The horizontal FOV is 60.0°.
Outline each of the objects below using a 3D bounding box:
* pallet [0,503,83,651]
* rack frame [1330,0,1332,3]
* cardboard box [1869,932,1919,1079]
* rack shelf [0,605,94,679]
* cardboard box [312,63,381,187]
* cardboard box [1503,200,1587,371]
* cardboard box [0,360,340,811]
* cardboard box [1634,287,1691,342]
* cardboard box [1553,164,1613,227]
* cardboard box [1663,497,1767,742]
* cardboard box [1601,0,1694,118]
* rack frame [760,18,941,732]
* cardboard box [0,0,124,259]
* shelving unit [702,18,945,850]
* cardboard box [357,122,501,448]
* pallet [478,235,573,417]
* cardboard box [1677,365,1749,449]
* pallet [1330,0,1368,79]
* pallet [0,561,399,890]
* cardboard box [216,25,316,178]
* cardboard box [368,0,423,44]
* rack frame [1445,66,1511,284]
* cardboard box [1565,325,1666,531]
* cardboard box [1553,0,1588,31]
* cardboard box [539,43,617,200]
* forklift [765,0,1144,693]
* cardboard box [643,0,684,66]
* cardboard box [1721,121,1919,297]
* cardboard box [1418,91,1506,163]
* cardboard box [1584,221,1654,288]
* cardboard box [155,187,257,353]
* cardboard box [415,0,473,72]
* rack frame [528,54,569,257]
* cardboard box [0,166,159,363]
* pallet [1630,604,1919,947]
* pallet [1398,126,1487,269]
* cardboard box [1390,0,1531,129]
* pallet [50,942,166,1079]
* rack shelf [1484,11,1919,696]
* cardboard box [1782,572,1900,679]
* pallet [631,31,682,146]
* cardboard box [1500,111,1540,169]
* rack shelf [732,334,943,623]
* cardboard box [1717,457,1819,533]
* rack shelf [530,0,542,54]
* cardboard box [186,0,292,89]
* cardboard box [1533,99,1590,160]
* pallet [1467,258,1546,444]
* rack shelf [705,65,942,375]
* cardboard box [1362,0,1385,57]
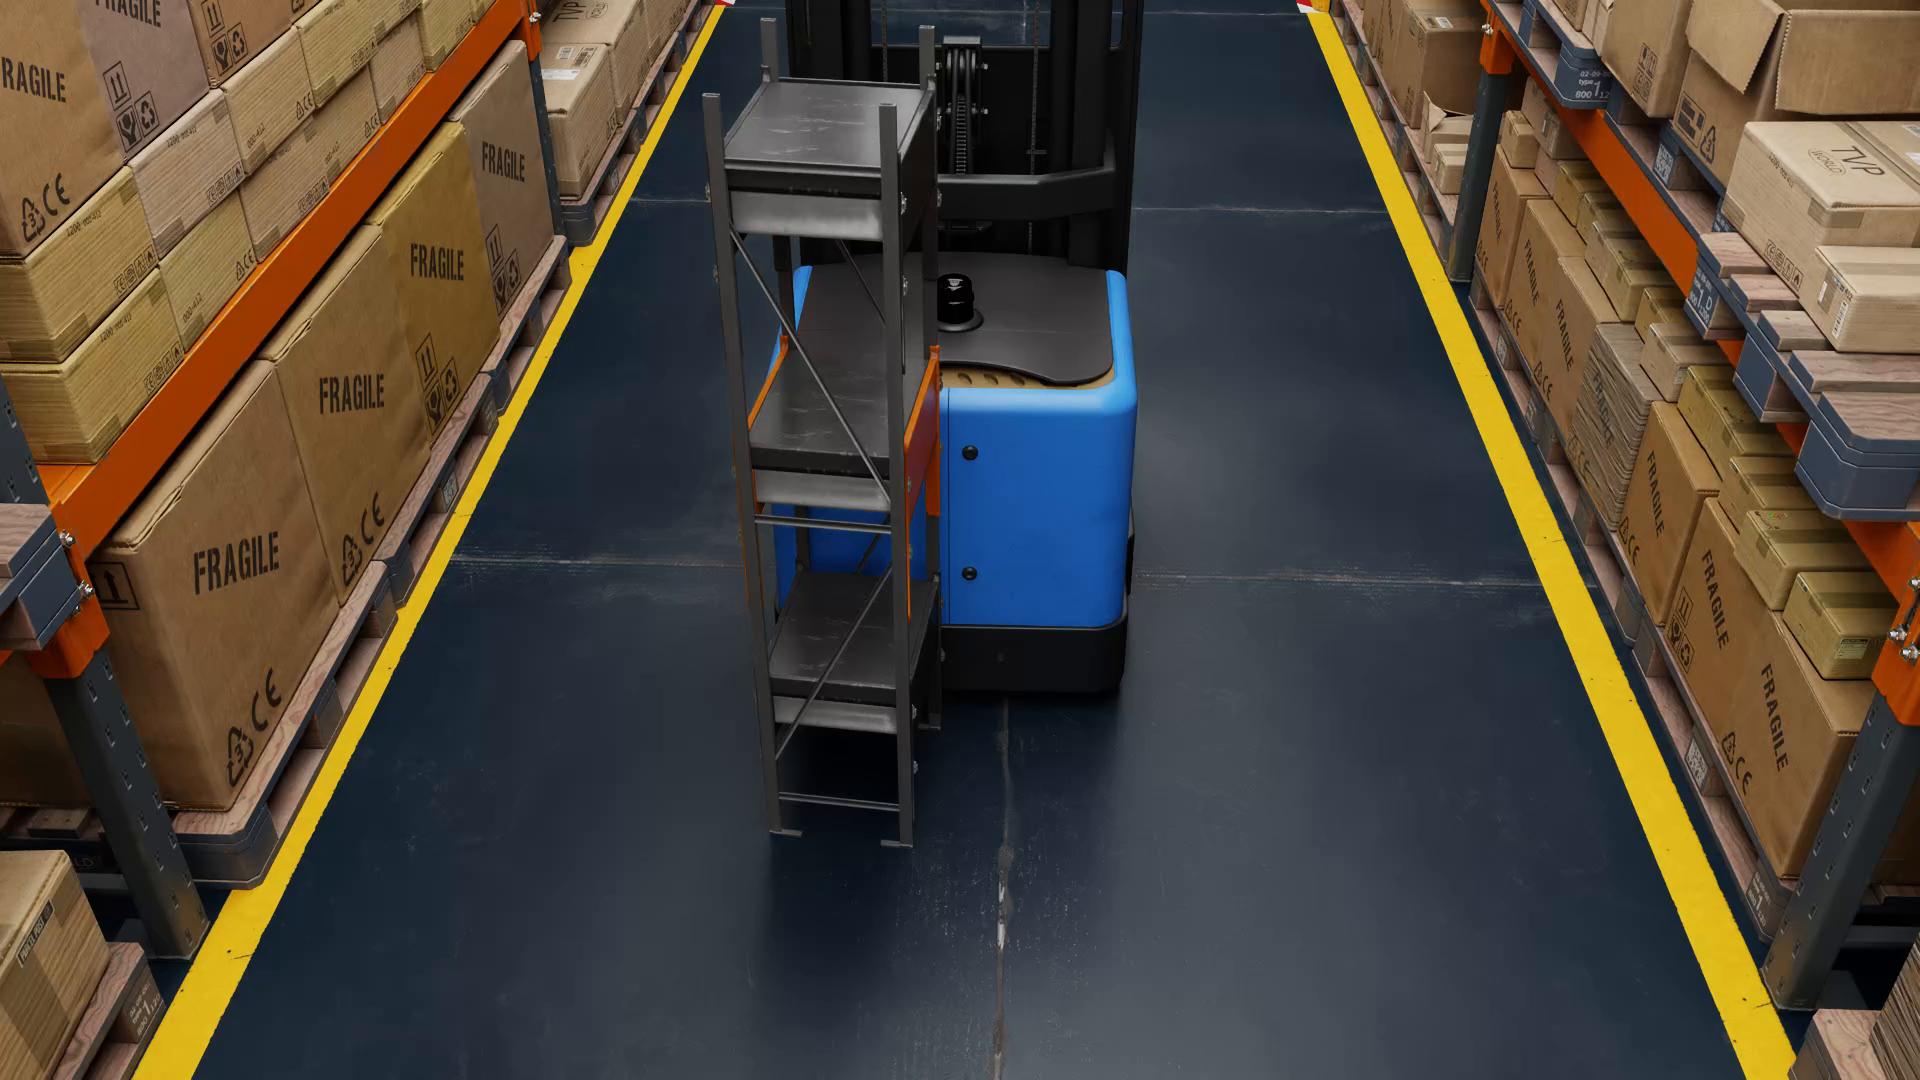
[{"bbox_3d":[-2.370,0.290,2.896,1.213,0.211,1.003,1,35,2],"label":"pallet"},{"bbox_3d":[2.833,-4.684,9.806,1.000,3.000,0.127,1,35,2],"label":"rack frame"},{"bbox_3d":[2.473,1.070,3.319,0.875,0.625,0.625,2,35,3],"label":"cardboard box"},{"bbox_3d":[-2.528,1.243,1.998,1.077,0.370,4.000,1,35,2],"label":"rack shelf"},{"bbox_3d":[-2.131,-1.295,5.114,0.500,0.250,0.500,1,35,2],"label":"cardboard box"},{"bbox_3d":[2.417,-0.956,6.311,0.500,0.500,0.500,1,35,1],"label":"cardboard box"},{"bbox_3d":[-2.337,0.102,4.479,0.875,0.875,0.875,1,35,1],"label":"cardboard box"},{"bbox_3d":[2.421,-0.693,5.372,0.380,0.149,0.250,1,35,2],"label":"cardboard box"},{"bbox_3d":[2.460,-1.292,6.224,0.380,0.149,0.250,0,35,-1],"label":"cardboard box"},{"bbox_3d":[2.345,0.228,4.626,0.500,0.500,0.500,1,35,1],"label":"cardboard box"},{"bbox_3d":[2.377,-1.578,4.934,0.700,0.500,0.500,1,35,2],"label":"cardboard box"},{"bbox_3d":[-0.256,-0.311,4.366,0.400,2.100,0.015,5,35,7],"label":"rack frame"},{"bbox_3d":[-2.184,-0.928,3.505,0.500,0.500,0.500,0,35,0],"label":"cardboard box"},{"bbox_3d":[-0.291,-0.172,4.169,0.431,2.100,0.503,5,35,7],"label":"shelving unit"},{"bbox_3d":[-2.261,-0.924,5.939,0.875,0.875,0.875,2,35,3],"label":"cardboard box"},{"bbox_3d":[-2.243,-0.913,6.865,1.003,0.211,1.213,1,35,2],"label":"pallet"},{"bbox_3d":[2.379,-0.394,4.946,0.380,0.149,0.250,1,35,1],"label":"cardboard box"},{"bbox_3d":[2.799,-3.042,9.894,1.003,0.211,1.213,1,35,2],"label":"pallet"},{"bbox_3d":[-2.341,0.489,4.870,1.003,0.211,1.213,1,35,2],"label":"pallet"},{"bbox_3d":[-2.127,-1.212,4.562,0.500,0.250,0.500,1,35,2],"label":"cardboard box"},{"bbox_3d":[-2.089,-1.798,5.395,0.500,0.250,0.500,2,35,3],"label":"cardboard box"},{"bbox_3d":[2.673,-2.386,6.536,1.000,3.000,0.127,1,35,2],"label":"rack frame"},{"bbox_3d":[2.365,-0.372,5.479,0.500,0.500,0.500,0,35,0],"label":"cardboard box"},{"bbox_3d":[2.409,-2.029,5.576,0.700,0.500,0.500,2,35,2],"label":"cardboard box"},{"bbox_3d":[-2.155,-1.980,7.822,0.875,0.438,0.875,1,35,1],"label":"cardboard box"},{"bbox_3d":[0.022,-1.561,5.422,1.130,2.935,3.031,1,35,2],"label":"forklift"},{"bbox_3d":[-2.082,-3.013,9.291,0.875,0.438,0.875,2,35,3],"label":"cardboard box"},{"bbox_3d":[2.231,-0.812,4.062,0.500,0.250,0.500,0,35,0],"label":"cardboard box"},{"bbox_3d":[2.416,-1.971,7.959,0.396,0.266,0.258,3,35,4],"label":"cardboard box"},{"bbox_3d":[2.415,-0.992,5.797,0.380,0.149,0.250,1,35,2],"label":"cardboard box"},{"bbox_3d":[-2.174,-0.710,4.282,0.500,0.250,0.500,0,35,1],"label":"cardboard box"},{"bbox_3d":[-2.075,-1.881,5.948,0.500,0.250,0.500,1,35,1],"label":"cardboard box"},{"bbox_3d":[-2.287,-2.499,6.697,1.000,3.000,0.127,1,35,2],"label":"rack frame"},{"bbox_3d":[-2.181,-0.629,3.732,0.500,0.250,0.500,1,35,2],"label":"cardboard box"},{"bbox_3d":[2.580,0.625,4.677,1.003,0.211,1.213,1,35,2],"label":"pallet"},{"bbox_3d":[2.701,-1.640,7.900,1.003,0.211,1.213,1,35,2],"label":"pallet"},{"bbox_3d":[2.599,-2.398,8.361,0.700,0.500,0.500,0,35,0],"label":"cardboard box"},{"bbox_3d":[-2.481,1.389,3.590,1.003,0.211,1.213,1,35,2],"label":"pallet"},{"bbox_3d":[2.592,-0.943,5.108,1.077,0.370,4.000,1,35,2],"label":"rack shelf"},{"bbox_3d":[2.279,0.208,4.090,0.380,0.149,0.250,0,35,0],"label":"cardboard box"},{"bbox_3d":[-2.132,-2.496,9.117,1.003,0.211,1.213,1,35,2],"label":"pallet"},{"bbox_3d":[2.392,-1.601,6.663,0.380,0.149,0.250,3,35,4],"label":"cardboard box"},{"bbox_3d":[-0.291,-0.161,4.176,0.431,0.518,0.480,5,35,7],"label":"rack shelf"},{"bbox_3d":[2.313,-0.100,4.528,0.380,0.149,0.250,0,35,0],"label":"cardboard box"},{"bbox_3d":[-2.207,-3.353,8.538,1.077,0.370,4.000,1,35,2],"label":"rack shelf"},{"bbox_3d":[-2.137,-1.510,4.334,0.500,0.500,0.500,2,35,3],"label":"cardboard box"},{"bbox_3d":[2.430,-1.572,6.364,0.380,0.149,0.250,0,35,0],"label":"cardboard box"},{"bbox_3d":[2.678,-0.777,6.672,1.003,0.211,1.213,1,35,2],"label":"pallet"},{"bbox_3d":[-0.291,-0.734,3.774,0.431,0.518,0.480,5,35,7],"label":"rack shelf"},{"bbox_3d":[2.641,-2.994,9.210,0.700,0.500,0.500,3,35,4],"label":"cardboard box"}]
